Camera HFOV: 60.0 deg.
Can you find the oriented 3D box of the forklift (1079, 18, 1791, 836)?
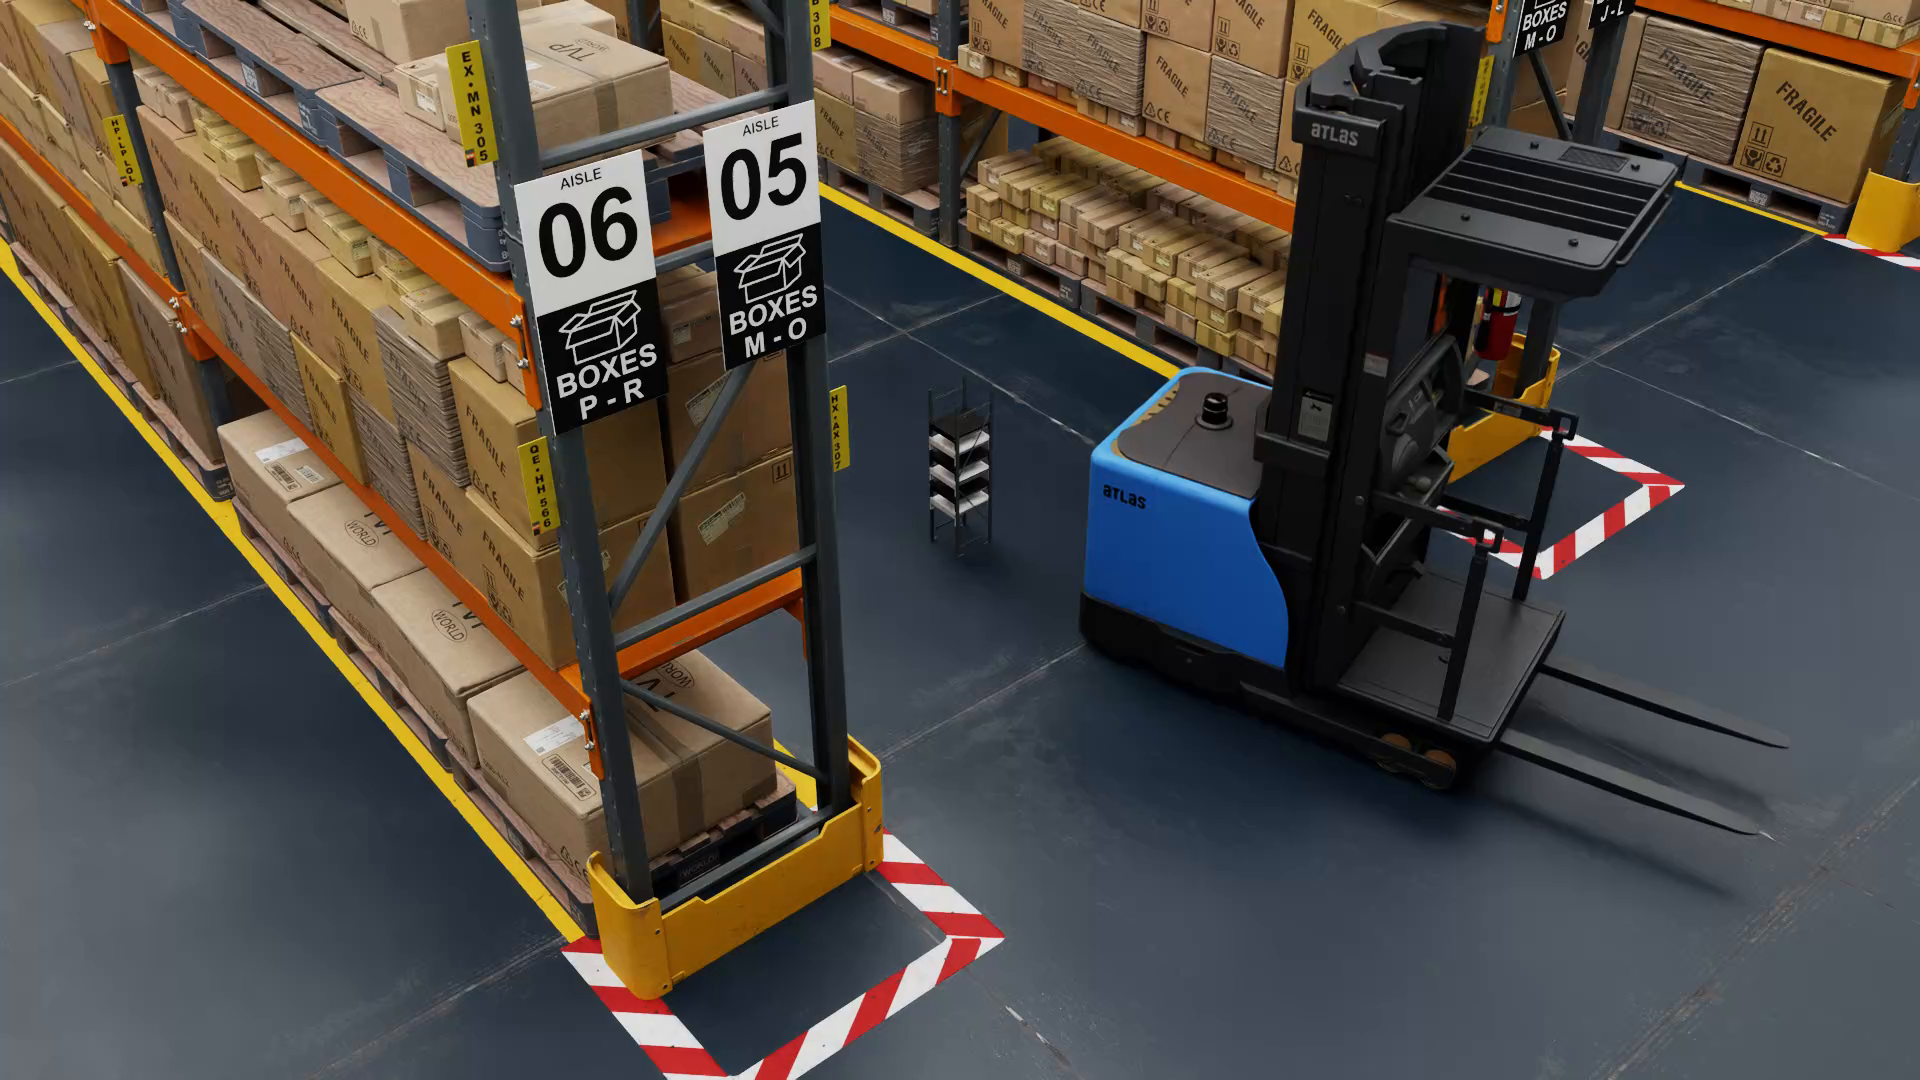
[{"bbox_3d":[2.081,-0.479,6.791,3.031,2.935,1.130,21,40,26],"label":"forklift"}]

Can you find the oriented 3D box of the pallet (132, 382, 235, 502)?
[{"bbox_3d":[-3.994,-0.730,9.500,1.003,0.211,1.213,-26,43,-32],"label":"pallet"}]

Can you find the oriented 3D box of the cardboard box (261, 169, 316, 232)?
[{"bbox_3d":[-2.465,-1.354,6.454,0.380,0.149,0.250,-26,43,-32],"label":"cardboard box"}]

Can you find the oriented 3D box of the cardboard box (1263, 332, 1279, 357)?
[{"bbox_3d":[1.964,-1.165,9.547,0.380,0.149,0.250,-28,44,-33],"label":"cardboard box"}]

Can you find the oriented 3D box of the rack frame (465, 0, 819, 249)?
[{"bbox_3d":[-0.857,-2.238,4.025,1.000,3.000,0.127,-26,43,-32],"label":"rack frame"}]

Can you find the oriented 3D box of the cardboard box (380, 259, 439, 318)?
[{"bbox_3d":[-1.786,-0.899,5.813,0.380,0.149,0.250,-25,42,-31],"label":"cardboard box"}]

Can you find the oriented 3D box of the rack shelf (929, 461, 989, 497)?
[{"bbox_3d":[0.005,-0.336,8.405,0.258,0.077,0.200,-26,43,-32],"label":"rack shelf"}]

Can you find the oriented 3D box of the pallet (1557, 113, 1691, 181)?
[{"bbox_3d":[5.354,-3.210,13.001,1.003,0.211,1.213,-26,43,-32],"label":"pallet"}]

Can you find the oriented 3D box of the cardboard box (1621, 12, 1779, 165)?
[{"bbox_3d":[5.652,-3.445,12.395,0.875,0.875,0.875,-26,43,-32],"label":"cardboard box"}]

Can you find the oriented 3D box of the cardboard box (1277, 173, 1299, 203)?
[{"bbox_3d":[1.945,-1.949,9.026,0.380,0.149,0.250,-25,42,-31],"label":"cardboard box"}]

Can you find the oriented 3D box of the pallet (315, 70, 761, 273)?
[{"bbox_3d":[-1.344,-1.301,5.375,1.003,0.211,1.213,-26,43,-32],"label":"pallet"}]

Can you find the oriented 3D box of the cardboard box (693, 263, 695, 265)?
[{"bbox_3d":[-1.178,-1.010,5.969,0.380,0.149,0.250,-25,42,-30],"label":"cardboard box"}]

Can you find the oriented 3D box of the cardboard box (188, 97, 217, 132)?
[{"bbox_3d":[-3.058,-1.829,7.125,0.380,0.149,0.250,-27,43,-32],"label":"cardboard box"}]

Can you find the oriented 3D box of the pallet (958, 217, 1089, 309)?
[{"bbox_3d":[0.738,-2.025,11.328,1.003,0.211,1.213,-26,43,-32],"label":"pallet"}]

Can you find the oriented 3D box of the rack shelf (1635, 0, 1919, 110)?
[{"bbox_3d":[5.422,-4.075,12.433,1.077,0.370,4.000,-26,43,-32],"label":"rack shelf"}]

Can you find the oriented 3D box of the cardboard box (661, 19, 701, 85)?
[{"bbox_3d":[-2.042,-3.957,13.442,0.500,0.500,0.500,-28,44,-34],"label":"cardboard box"}]

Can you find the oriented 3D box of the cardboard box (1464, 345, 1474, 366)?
[{"bbox_3d":[2.765,-1.039,9.627,0.380,0.149,0.250,-25,42,-31],"label":"cardboard box"}]

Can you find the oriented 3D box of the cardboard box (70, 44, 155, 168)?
[{"bbox_3d":[-3.919,-2.108,8.081,0.500,0.500,0.500,-25,42,-30],"label":"cardboard box"}]

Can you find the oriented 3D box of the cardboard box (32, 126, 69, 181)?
[{"bbox_3d":[-4.896,-2.280,9.405,0.500,0.250,0.500,-26,43,-32],"label":"cardboard box"}]

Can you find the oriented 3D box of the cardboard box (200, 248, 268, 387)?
[{"bbox_3d":[-3.014,-1.068,7.477,0.500,0.500,0.500,-26,43,-32],"label":"cardboard box"}]

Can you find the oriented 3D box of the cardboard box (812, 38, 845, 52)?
[{"bbox_3d":[-1.070,-3.598,12.287,0.500,0.250,0.500,-28,44,-34],"label":"cardboard box"}]

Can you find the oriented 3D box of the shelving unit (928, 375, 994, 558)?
[{"bbox_3d":[0.005,-0.364,8.386,0.258,0.900,0.210,-26,43,-32],"label":"shelving unit"}]

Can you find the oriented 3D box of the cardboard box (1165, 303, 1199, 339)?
[{"bbox_3d":[1.469,-1.389,10.121,0.380,0.149,0.250,-25,42,-31],"label":"cardboard box"}]

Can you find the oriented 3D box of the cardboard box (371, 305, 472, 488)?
[{"bbox_3d":[-1.710,-0.582,5.927,0.500,0.500,0.500,-26,43,-32],"label":"cardboard box"}]

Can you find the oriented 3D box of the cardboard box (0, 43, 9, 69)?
[{"bbox_3d":[-5.239,-3.012,9.357,0.500,0.500,0.500,-25,42,-31],"label":"cardboard box"}]

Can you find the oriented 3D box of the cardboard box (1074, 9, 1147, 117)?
[{"bbox_3d":[1.027,-2.845,9.728,0.500,0.500,0.500,-27,43,-33],"label":"cardboard box"}]

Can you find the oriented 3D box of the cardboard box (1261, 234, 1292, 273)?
[{"bbox_3d":[2.051,-1.730,10.087,0.380,0.149,0.250,-24,42,-30],"label":"cardboard box"}]

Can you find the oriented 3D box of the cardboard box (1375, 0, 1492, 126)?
[{"bbox_3d":[2.374,-2.360,8.179,0.500,0.500,0.500,-27,43,-33],"label":"cardboard box"}]

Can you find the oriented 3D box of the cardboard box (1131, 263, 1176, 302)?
[{"bbox_3d":[1.269,-1.620,10.190,0.380,0.149,0.250,-26,43,-31],"label":"cardboard box"}]

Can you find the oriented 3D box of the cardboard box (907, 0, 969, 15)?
[{"bbox_3d":[-0.130,-3.617,11.017,0.380,0.149,0.250,-27,43,-33],"label":"cardboard box"}]

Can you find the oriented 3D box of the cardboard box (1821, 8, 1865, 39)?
[{"bbox_3d":[6.063,-3.532,11.260,0.380,0.149,0.250,-26,43,-31],"label":"cardboard box"}]

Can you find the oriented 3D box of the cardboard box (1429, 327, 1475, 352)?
[{"bbox_3d":[2.717,-1.137,9.507,0.380,0.149,0.250,-24,42,-30],"label":"cardboard box"}]

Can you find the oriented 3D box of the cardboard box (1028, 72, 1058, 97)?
[{"bbox_3d":[0.646,-2.912,10.386,0.380,0.149,0.250,-28,44,-34],"label":"cardboard box"}]

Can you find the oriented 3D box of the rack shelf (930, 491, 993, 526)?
[{"bbox_3d":[0.005,-0.190,8.509,0.258,0.077,0.200,-26,43,-32],"label":"rack shelf"}]

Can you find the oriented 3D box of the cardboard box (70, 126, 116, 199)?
[{"bbox_3d":[-4.237,-2.020,8.606,0.500,0.250,0.500,-25,42,-31],"label":"cardboard box"}]

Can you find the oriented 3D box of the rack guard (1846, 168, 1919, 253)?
[{"bbox_3d":[6.729,-2.455,11.685,1.175,0.500,0.348,-26,43,-32],"label":"rack guard"}]

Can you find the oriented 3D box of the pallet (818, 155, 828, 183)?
[{"bbox_3d":[-1.017,-3.191,12.974,1.003,0.211,1.213,-26,43,-32],"label":"pallet"}]

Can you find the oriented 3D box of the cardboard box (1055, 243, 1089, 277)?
[{"bbox_3d":[0.841,-1.873,10.803,0.380,0.149,0.250,-27,43,-33],"label":"cardboard box"}]

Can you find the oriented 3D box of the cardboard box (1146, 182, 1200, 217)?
[{"bbox_3d":[1.421,-2.203,10.755,0.380,0.149,0.250,-28,44,-34],"label":"cardboard box"}]

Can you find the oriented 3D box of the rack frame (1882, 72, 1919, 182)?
[{"bbox_3d":[6.713,-3.486,10.978,1.000,3.000,0.127,-26,43,-32],"label":"rack frame"}]

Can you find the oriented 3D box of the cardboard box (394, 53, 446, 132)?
[{"bbox_3d":[-1.548,-1.444,5.267,0.380,0.149,0.250,-30,45,-35],"label":"cardboard box"}]

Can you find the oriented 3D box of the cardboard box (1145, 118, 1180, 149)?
[{"bbox_3d":[1.306,-2.433,9.708,0.380,0.149,0.250,-24,42,-30],"label":"cardboard box"}]

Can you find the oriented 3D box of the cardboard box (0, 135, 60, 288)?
[{"bbox_3d":[-5.638,-2.290,10.764,0.875,0.875,0.875,-26,43,-32],"label":"cardboard box"}]

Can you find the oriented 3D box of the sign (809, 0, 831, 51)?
[{"bbox_3d":[-0.429,-1.607,4.905,0.100,0.325,0.005,-26,43,-32],"label":"sign"}]

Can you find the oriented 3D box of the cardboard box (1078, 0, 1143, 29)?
[{"bbox_3d":[1.030,-3.270,9.463,0.500,0.500,0.500,-25,42,-31],"label":"cardboard box"}]

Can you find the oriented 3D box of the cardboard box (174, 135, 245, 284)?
[{"bbox_3d":[-2.995,-1.479,7.192,0.500,0.500,0.500,-27,43,-32],"label":"cardboard box"}]

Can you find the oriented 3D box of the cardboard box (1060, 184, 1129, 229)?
[{"bbox_3d":[0.861,-2.124,10.644,0.380,0.149,0.250,-27,43,-33],"label":"cardboard box"}]

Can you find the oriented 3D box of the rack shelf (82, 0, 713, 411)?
[{"bbox_3d":[-2.148,-1.603,6.347,1.077,0.370,4.000,-26,43,-32],"label":"rack shelf"}]

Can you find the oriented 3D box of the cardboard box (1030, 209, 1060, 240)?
[{"bbox_3d":[0.684,-2.124,10.901,0.380,0.149,0.250,-26,43,-32],"label":"cardboard box"}]

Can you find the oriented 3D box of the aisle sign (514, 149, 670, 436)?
[{"bbox_3d":[-1.048,-0.703,4.799,0.394,0.787,0.004,-26,43,-32],"label":"aisle sign"}]

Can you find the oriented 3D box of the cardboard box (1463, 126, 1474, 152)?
[{"bbox_3d":[2.372,-1.945,8.459,0.500,0.500,0.500,-25,42,-31],"label":"cardboard box"}]

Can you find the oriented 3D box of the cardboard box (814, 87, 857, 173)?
[{"bbox_3d":[-0.723,-3.057,12.172,0.500,0.500,0.500,-27,43,-33],"label":"cardboard box"}]

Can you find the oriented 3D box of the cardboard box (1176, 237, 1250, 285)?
[{"bbox_3d":[1.521,-1.663,9.993,0.380,0.149,0.250,-28,44,-33],"label":"cardboard box"}]

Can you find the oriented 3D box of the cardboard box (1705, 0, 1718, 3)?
[{"bbox_3d":[5.404,-3.982,11.896,0.380,0.149,0.250,-26,43,-32],"label":"cardboard box"}]

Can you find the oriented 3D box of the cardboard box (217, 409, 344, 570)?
[{"bbox_3d":[-3.115,-0.364,8.424,0.875,0.438,0.875,-27,43,-32],"label":"cardboard box"}]

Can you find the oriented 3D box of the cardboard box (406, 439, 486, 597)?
[{"bbox_3d":[-1.683,-0.172,6.212,0.500,0.500,0.500,-27,43,-33],"label":"cardboard box"}]

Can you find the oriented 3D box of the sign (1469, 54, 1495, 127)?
[{"bbox_3d":[2.422,-2.084,7.723,0.100,0.325,0.005,-26,43,-32],"label":"sign"}]

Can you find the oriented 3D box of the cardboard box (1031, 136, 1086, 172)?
[{"bbox_3d":[0.706,-2.637,11.368,0.380,0.149,0.250,-25,42,-31],"label":"cardboard box"}]
